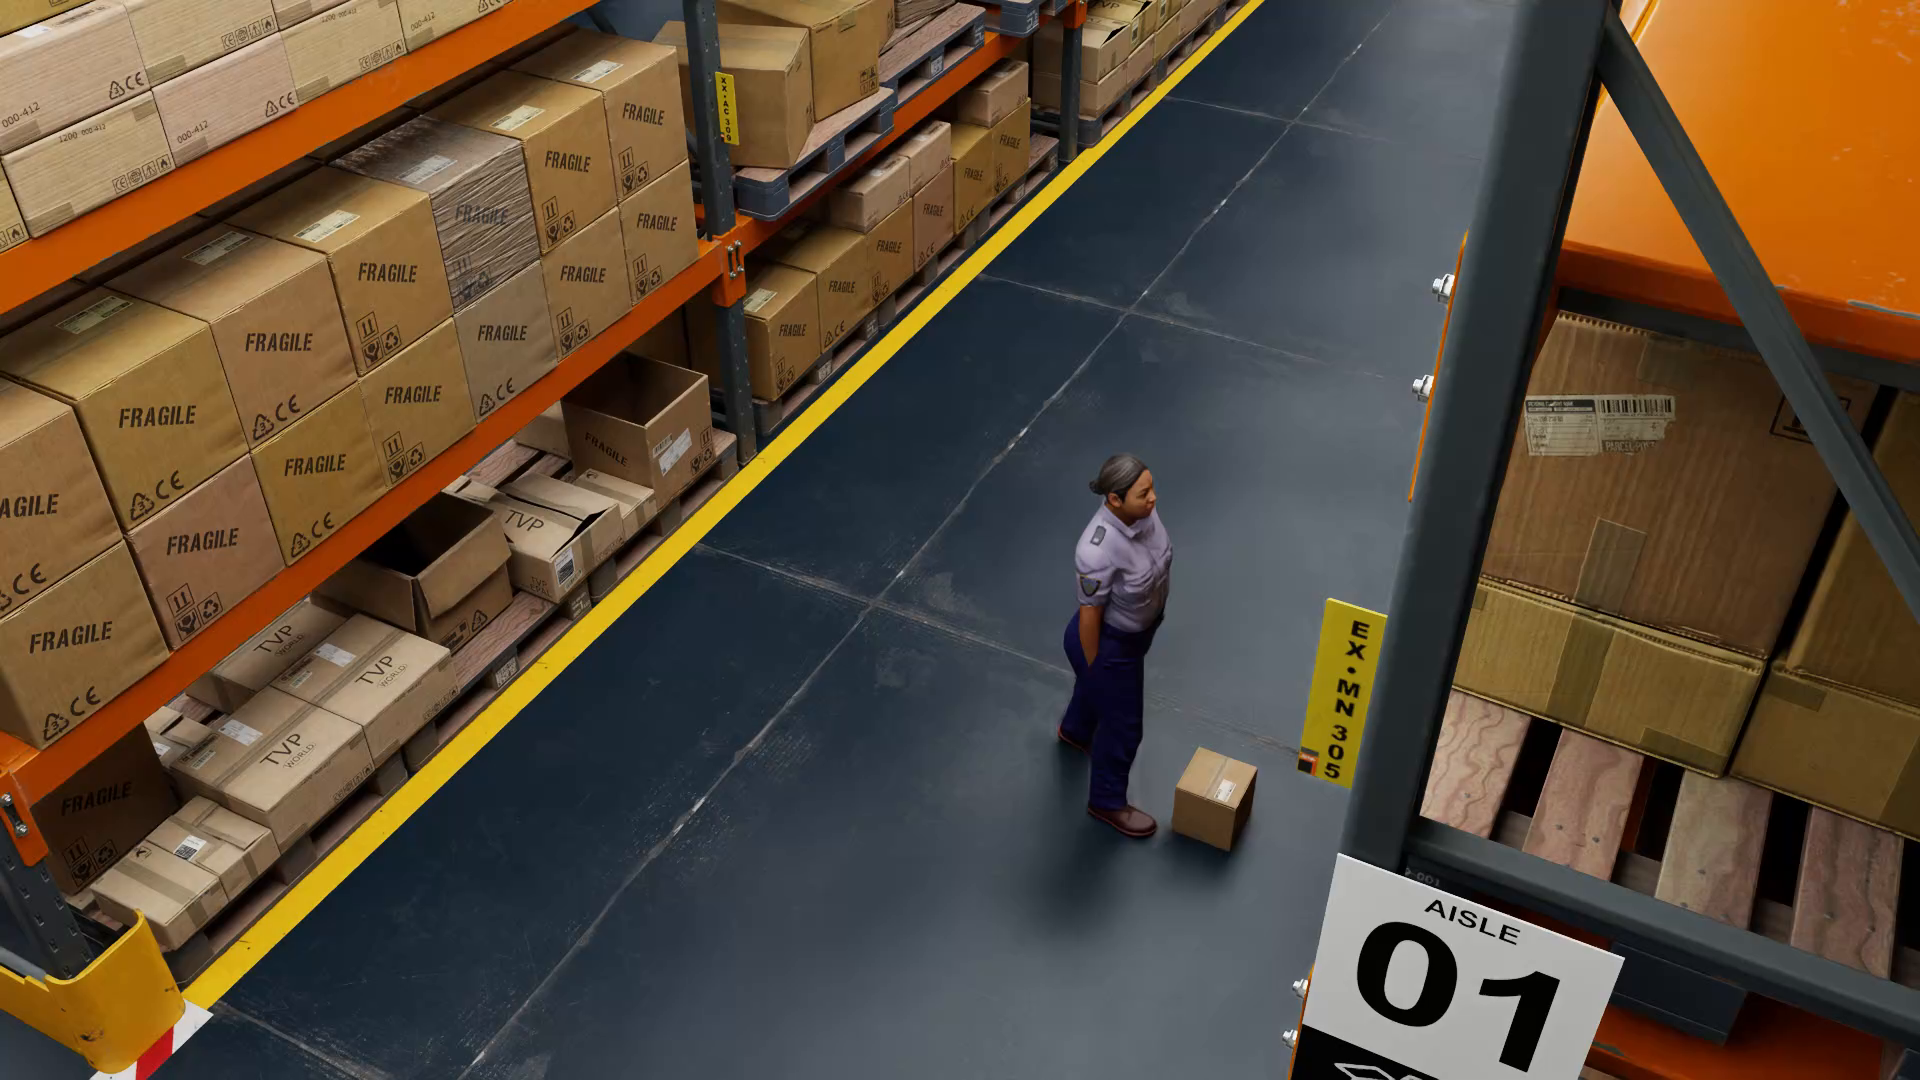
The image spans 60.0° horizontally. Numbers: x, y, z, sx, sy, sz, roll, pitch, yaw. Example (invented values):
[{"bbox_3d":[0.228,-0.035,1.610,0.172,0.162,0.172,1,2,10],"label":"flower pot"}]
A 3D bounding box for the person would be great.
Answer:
[{"bbox_3d":[0.606,0.371,6.325,0.565,1.653,0.476,18,42,22],"label":"person"}]
